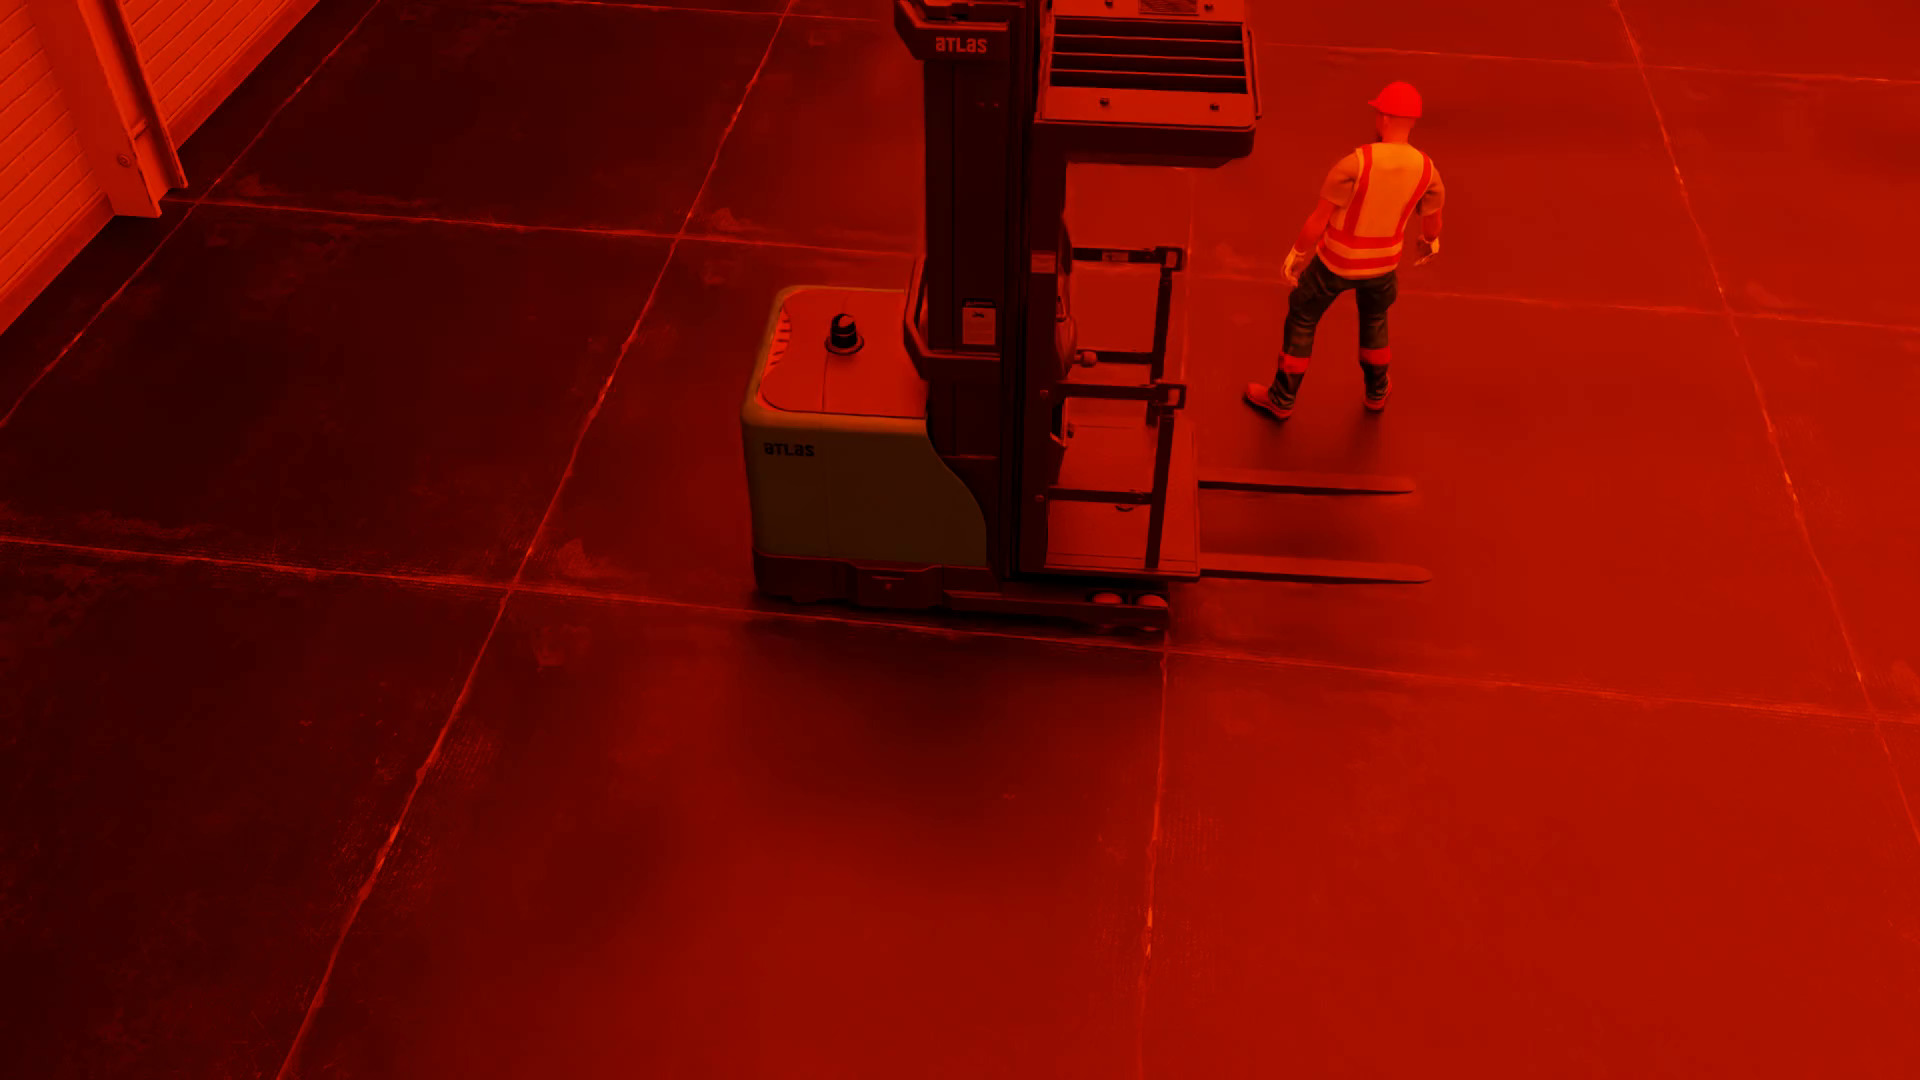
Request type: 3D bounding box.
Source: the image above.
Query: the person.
[{"bbox_3d":[1.945,-1.393,8.119,0.892,1.743,0.412,-6,43,-6],"label":"person"}]

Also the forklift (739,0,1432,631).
[{"bbox_3d":[0.611,-1.050,6.867,3.031,2.935,1.130,3,43,4],"label":"forklift"}]
